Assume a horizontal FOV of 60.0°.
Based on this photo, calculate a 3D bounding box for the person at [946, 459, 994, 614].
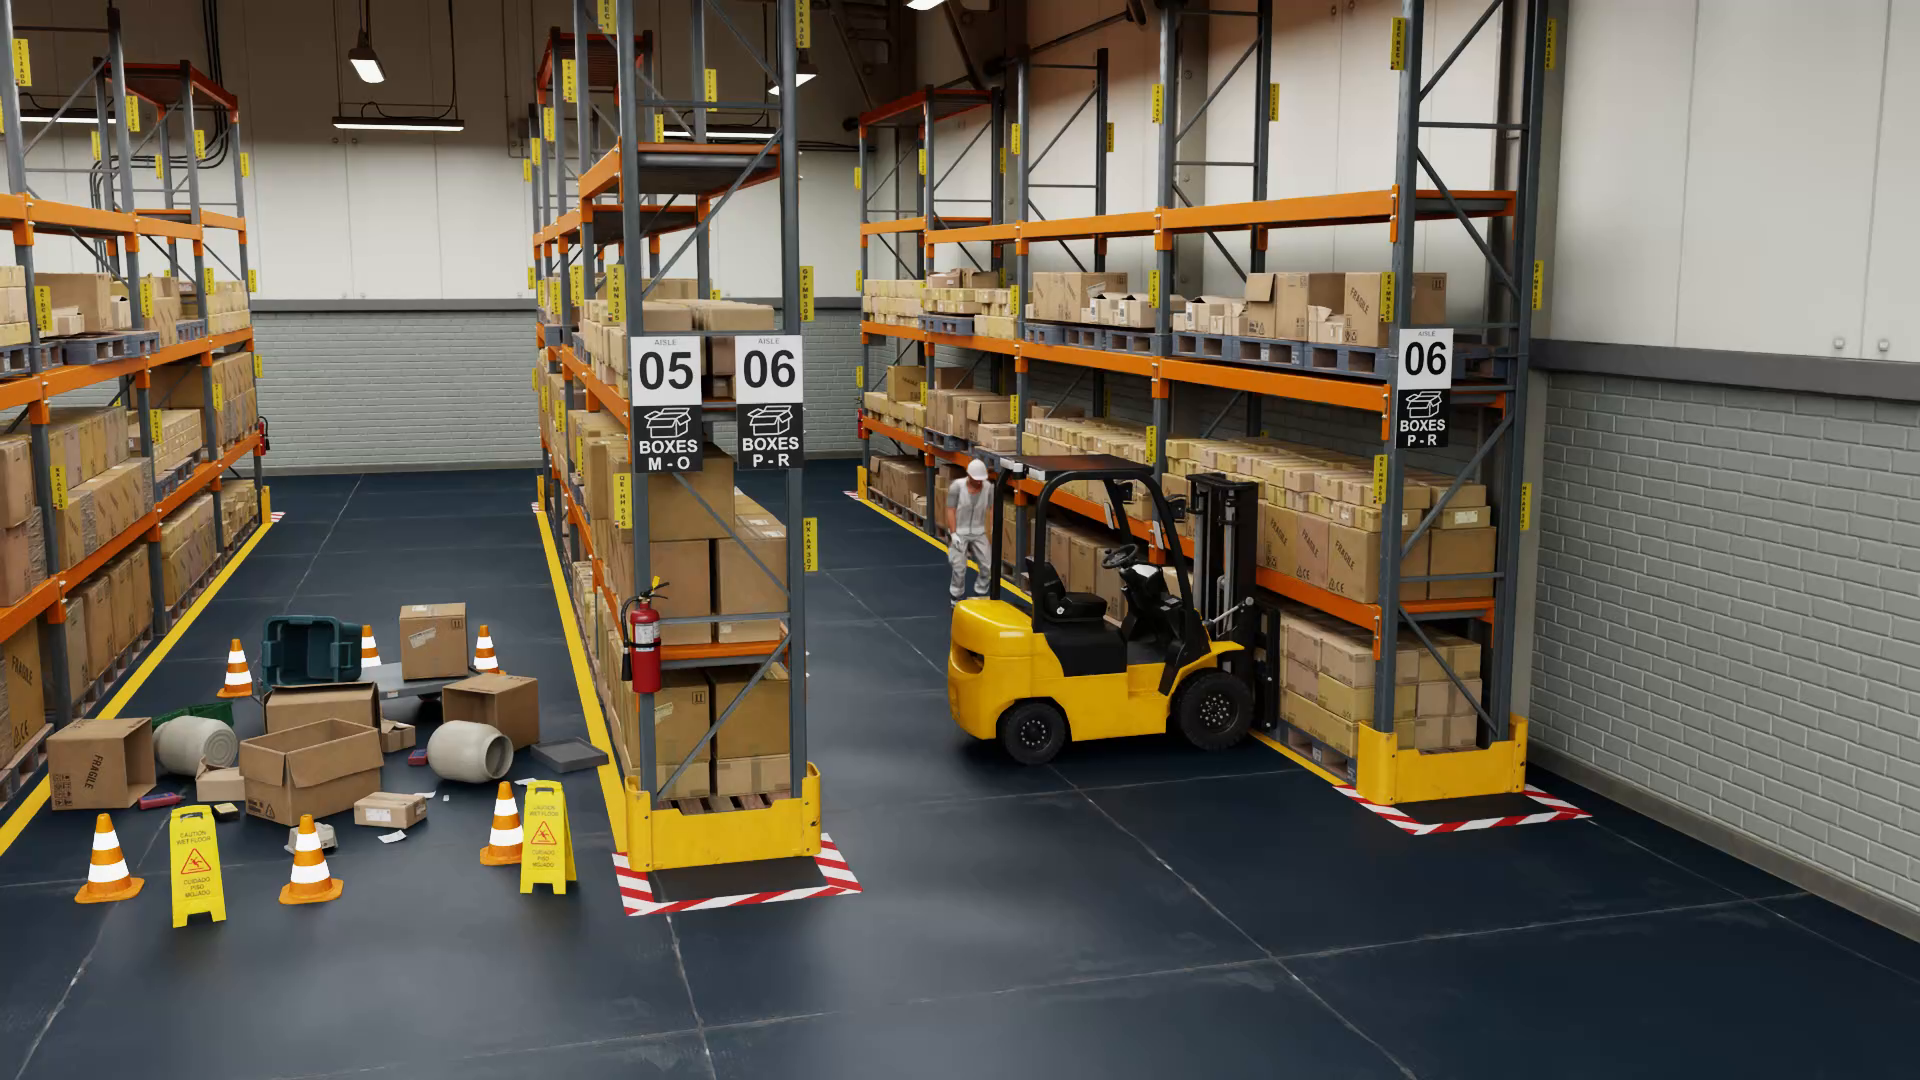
[{"bbox_3d":[0.137,-0.030,17.374,0.560,1.665,0.558,-2,9,-15],"label":"person"}]
